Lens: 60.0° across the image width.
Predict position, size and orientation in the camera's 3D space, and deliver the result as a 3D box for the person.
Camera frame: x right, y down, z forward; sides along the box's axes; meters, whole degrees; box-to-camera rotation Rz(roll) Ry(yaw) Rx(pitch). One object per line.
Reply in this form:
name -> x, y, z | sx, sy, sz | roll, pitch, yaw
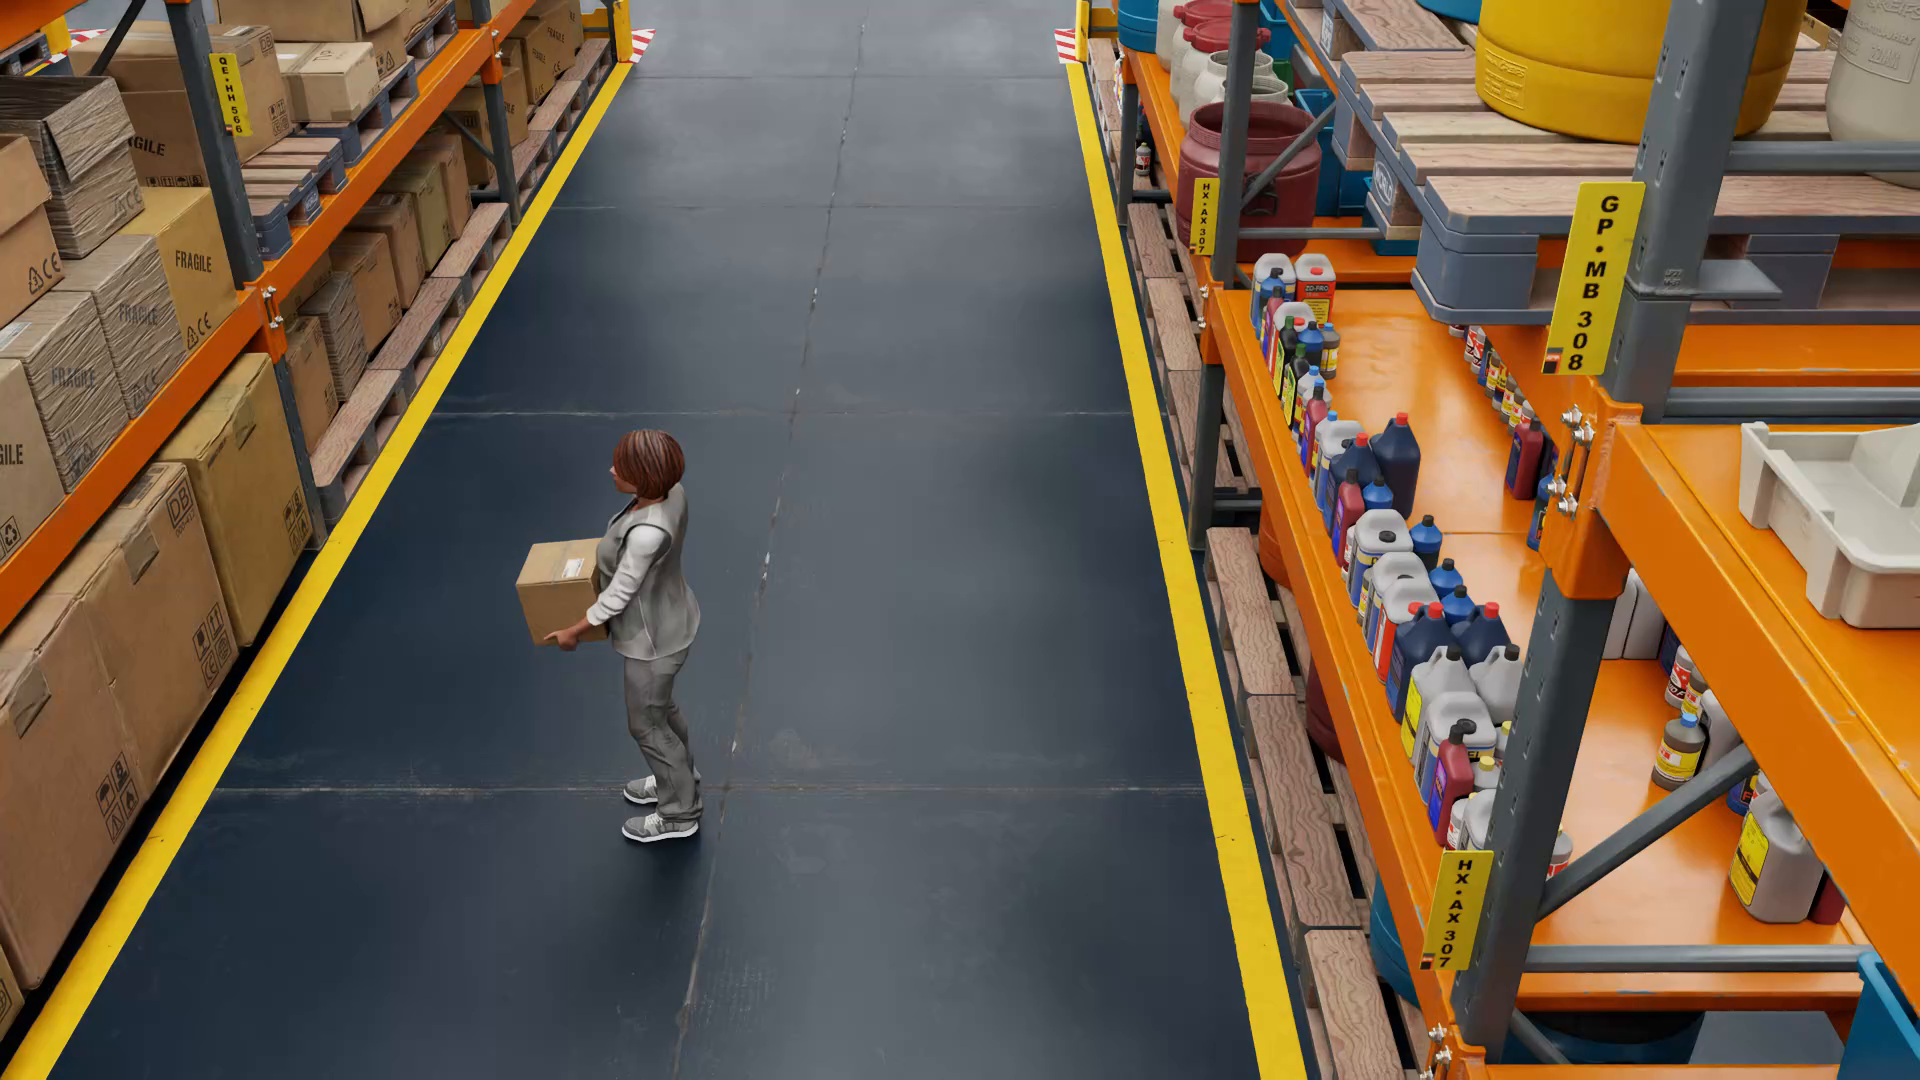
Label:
person -> -1.123, 0.324, 5.632 | 0.496, 1.591, 0.404 | 0, 32, 1
